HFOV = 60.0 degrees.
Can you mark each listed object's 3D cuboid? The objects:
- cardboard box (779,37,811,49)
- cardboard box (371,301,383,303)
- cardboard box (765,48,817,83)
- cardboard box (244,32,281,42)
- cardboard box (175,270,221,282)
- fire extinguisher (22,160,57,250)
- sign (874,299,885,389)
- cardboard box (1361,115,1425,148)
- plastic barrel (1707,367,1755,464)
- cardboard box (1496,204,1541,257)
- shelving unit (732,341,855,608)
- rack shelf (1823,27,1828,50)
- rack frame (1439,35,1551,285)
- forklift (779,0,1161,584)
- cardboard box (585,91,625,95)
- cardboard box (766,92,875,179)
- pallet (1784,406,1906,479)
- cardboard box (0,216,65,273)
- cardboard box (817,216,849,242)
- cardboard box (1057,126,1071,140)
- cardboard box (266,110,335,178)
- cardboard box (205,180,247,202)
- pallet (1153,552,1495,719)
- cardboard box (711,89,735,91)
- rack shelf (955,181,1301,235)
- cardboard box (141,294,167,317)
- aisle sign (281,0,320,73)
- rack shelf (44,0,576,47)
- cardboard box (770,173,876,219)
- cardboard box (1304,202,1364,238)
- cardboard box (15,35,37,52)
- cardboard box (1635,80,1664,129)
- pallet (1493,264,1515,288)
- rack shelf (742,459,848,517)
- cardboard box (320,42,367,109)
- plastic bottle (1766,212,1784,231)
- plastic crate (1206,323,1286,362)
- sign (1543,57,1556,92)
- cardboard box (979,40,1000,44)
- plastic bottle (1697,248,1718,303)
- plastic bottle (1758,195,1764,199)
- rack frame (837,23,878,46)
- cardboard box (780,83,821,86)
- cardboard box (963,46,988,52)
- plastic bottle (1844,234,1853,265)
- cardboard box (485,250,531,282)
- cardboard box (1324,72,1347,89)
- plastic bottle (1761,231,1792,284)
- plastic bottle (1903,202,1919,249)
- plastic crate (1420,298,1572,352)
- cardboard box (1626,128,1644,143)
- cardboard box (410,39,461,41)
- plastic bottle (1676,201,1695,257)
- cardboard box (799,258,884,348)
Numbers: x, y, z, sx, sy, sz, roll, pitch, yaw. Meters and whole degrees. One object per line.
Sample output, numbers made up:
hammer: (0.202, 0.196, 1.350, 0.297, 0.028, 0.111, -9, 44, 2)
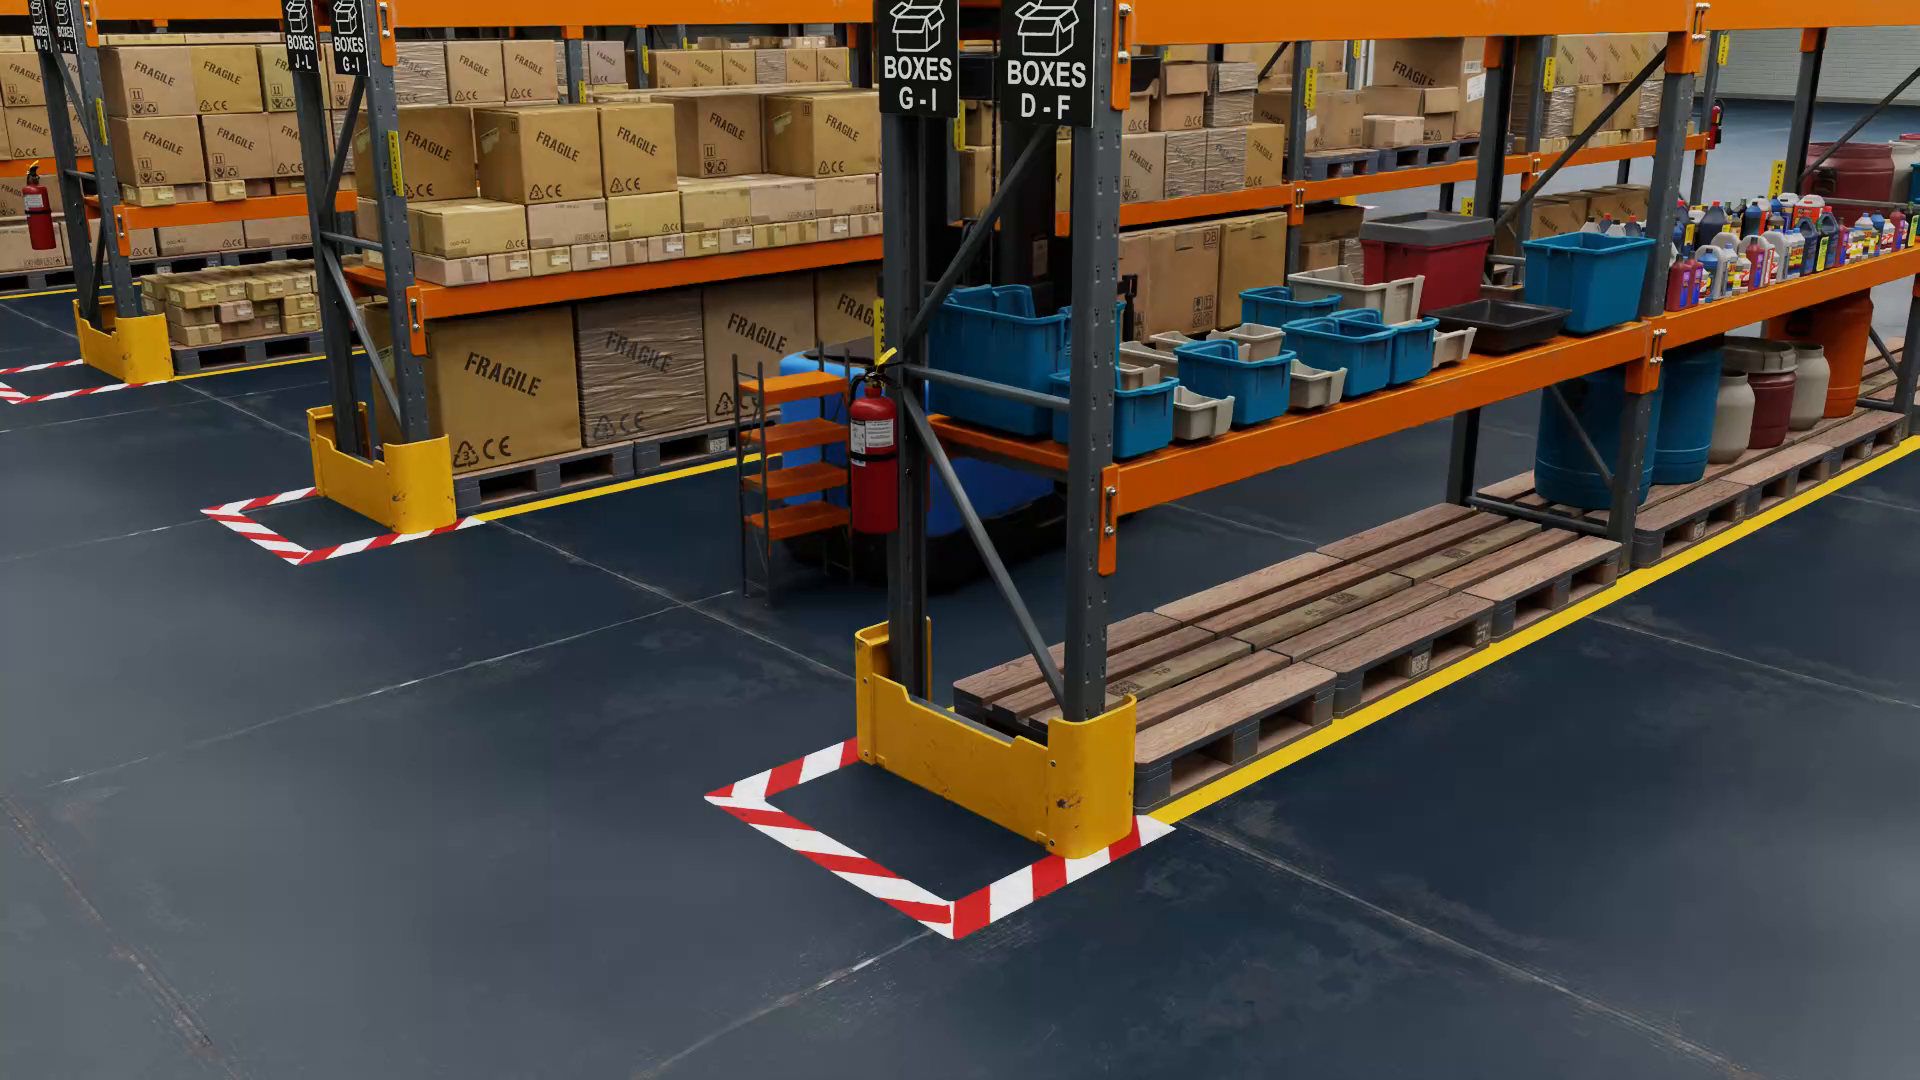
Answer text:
cardboard box: (-2.234, -6.720, 22.471, 0.380, 0.149, 0.250, 17, 24, 41)
cardboard box: (-4.909, -1.967, 14.128, 0.250, 0.149, 0.380, -16, 24, -41)
cardboard box: (-2.296, -6.410, 22.565, 0.500, 0.500, 0.500, -15, 23, -39)
cardboard box: (-7.463, -5.352, 17.793, 0.250, 0.149, 0.380, -16, 24, -40)
cardboard box: (-6.192, -2.089, 13.541, 0.250, 0.149, 0.380, -16, 24, -40)
fire extinguisher: (-7.124, -2.589, 12.836, 0.183, 0.674, 0.296, -16, 24, -41)
sign: (-0.277, -0.707, 6.038, 0.005, 0.325, 0.100, -16, 24, -41)
cardboard box: (3.899, -3.747, 15.241, 0.500, 0.250, 0.500, 17, 25, 42)
plastic barrel: (4.413, -0.735, 9.741, 0.421, 0.512, 0.421, 0, 18, 0)
cardboard box: (5.748, -3.249, 17.515, 0.500, 0.500, 0.500, 17, 25, 42)
shelving unit: (-0.796, -0.320, 8.026, 0.503, 1.200, 0.258, -14, 23, -37)
rack shelf: (7.379, -3.714, 11.878, 4.000, 0.370, 1.077, -16, 24, -41)
rack frame: (5.429, -4.163, 16.960, 0.127, 3.000, 1.000, -16, 24, -41)
forklift: (0.368, -1.566, 9.064, 1.130, 2.935, 3.031, 13, 22, 35)
cardboard box: (-3.366, -4.150, 15.682, 0.380, 0.149, 0.250, 17, 25, 42)
cardboard box: (-0.901, -2.632, 10.783, 0.500, 0.500, 0.500, -16, 24, -40)
pallet: (5.382, -0.702, 10.808, 1.213, 0.211, 1.003, -16, 24, -41)
cardboard box: (-9.688, -2.984, 16.798, 0.875, 0.438, 0.875, 17, 24, 42)
cardboard box: (-0.940, -2.047, 10.841, 0.250, 0.149, 0.380, -16, 24, -40)
cardboard box: (0.582, -3.272, 12.425, 0.637, 0.503, 0.797, -16, 24, -40)
cardboard box: (-5.372, -3.195, 13.332, 0.500, 0.500, 0.500, -16, 24, -40)
cardboard box: (-5.775, -2.737, 12.969, 0.380, 0.149, 0.250, 17, 25, 42)
pallet: (1.625, 0.393, 7.430, 1.213, 0.211, 1.003, -16, 24, -41)
cardboard box: (-2.177, -4.218, 15.893, 0.250, 0.149, 0.380, -15, 23, -39)
rack shelf: (1.070, -2.549, 13.150, 4.000, 0.370, 1.077, -16, 24, -41)
cardboard box: (-6.437, -1.914, 13.483, 0.250, 0.149, 0.380, -17, 25, -42)
aisle sign: (-3.548, -2.909, 8.877, 0.004, 0.787, 0.394, -16, 24, -41)
rack shelf: (-5.171, -4.261, 13.567, 4.000, 0.370, 1.077, -16, 24, -41)
cardboard box: (-0.898, -2.275, 10.899, 0.500, 0.250, 0.500, -15, 23, -39)
cardboard box: (3.368, -2.955, 15.360, 0.500, 0.250, 0.500, -13, 22, -35)
cardboard box: (-9.062, -4.846, 16.234, 0.380, 0.149, 0.250, 17, 25, 42)
cardboard box: (7.243, -4.860, 18.466, 0.500, 0.500, 0.875, -16, 24, -41)
pallet: (4.865, -2.671, 16.880, 1.213, 0.211, 1.003, -16, 24, -41)
rack shelf: (-0.796, -0.256, 8.046, 0.480, 0.148, 0.258, -14, 23, -37)
cardboard box: (-4.992, -3.776, 13.500, 0.500, 0.500, 0.500, 17, 25, 42)
plastic bottle: (5.152, -1.969, 10.517, 0.097, 0.201, 0.097, 0, 18, 0)
plastic crate: (1.190, -0.816, 6.968, 0.250, 0.136, 0.298, -16, 24, -41)
sign: (5.813, -4.590, 16.400, 0.005, 0.325, 0.100, -16, 24, -41)
cardboard box: (0.175, -7.427, 24.764, 0.500, 0.500, 0.700, -16, 24, -41)
plastic bottle: (3.818, -1.356, 8.512, 0.097, 0.271, 0.097, 0, 18, 0)
plastic bottle: (5.119, -2.071, 10.698, 0.133, 0.283, 0.061, -16, 24, -41)
rack frame: (-1.379, -6.384, 23.810, 0.127, 3.000, 1.000, -16, 24, -41)
cardboard box: (-1.655, -4.648, 17.220, 0.250, 0.149, 0.380, -16, 24, -41)
cardboard box: (-0.112, -5.172, 18.289, 0.500, 0.500, 0.700, -17, 24, -42)
plastic bottle: (5.166, -1.716, 9.735, 0.097, 0.201, 0.097, 0, 18, 0)
cardboard box: (-2.620, -1.556, 9.329, 0.250, 0.149, 0.380, -17, 24, -42)
cardboard box: (4.763, -6.126, 22.772, 0.550, 0.550, 0.875, -16, 24, -41)
plastic bottle: (4.459, -1.557, 9.123, 0.135, 0.276, 0.152, -16, 24, -41)
plastic bottle: (5.925, -1.968, 10.381, 0.133, 0.283, 0.061, -16, 24, -41)
plastic crate: (2.391, -0.958, 7.424, 0.590, 0.125, 0.437, -16, 24, -41)
cardboard box: (7.253, -4.443, 18.231, 0.250, 0.149, 0.380, -16, 24, -41)
cardboard box: (-4.579, -4.111, 14.535, 0.500, 0.500, 0.500, 17, 25, 42)
plastic bottle: (4.263, -1.836, 9.863, 0.185, 0.351, 0.144, -16, 24, -41)
cardboard box: (-0.918, -1.535, 11.619, 0.875, 0.875, 0.875, -16, 24, -41)
